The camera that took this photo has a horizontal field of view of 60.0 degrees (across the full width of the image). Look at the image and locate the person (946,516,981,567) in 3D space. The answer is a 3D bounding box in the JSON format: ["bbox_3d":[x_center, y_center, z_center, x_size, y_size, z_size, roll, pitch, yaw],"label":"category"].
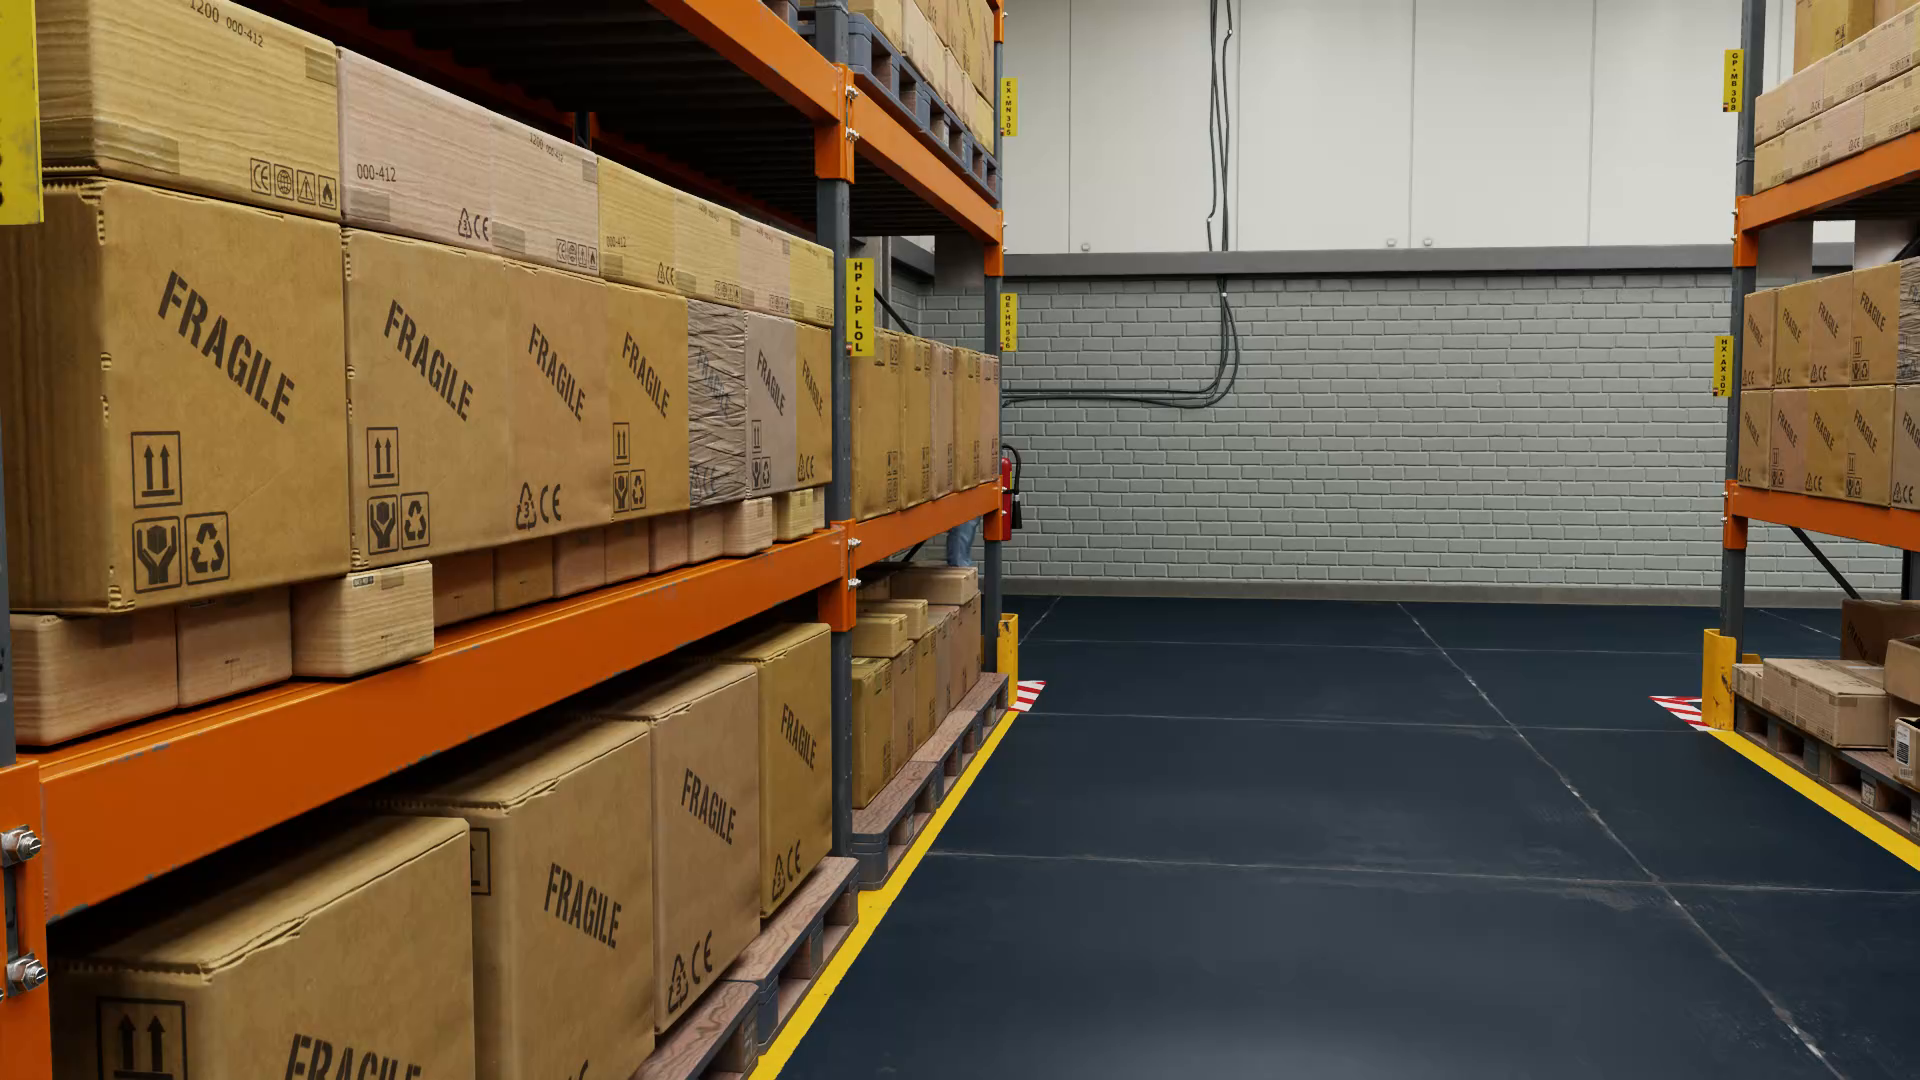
[{"bbox_3d":[0.005,-0.235,13.576,0.452,1.758,0.609,1,4,7],"label":"person"}]
